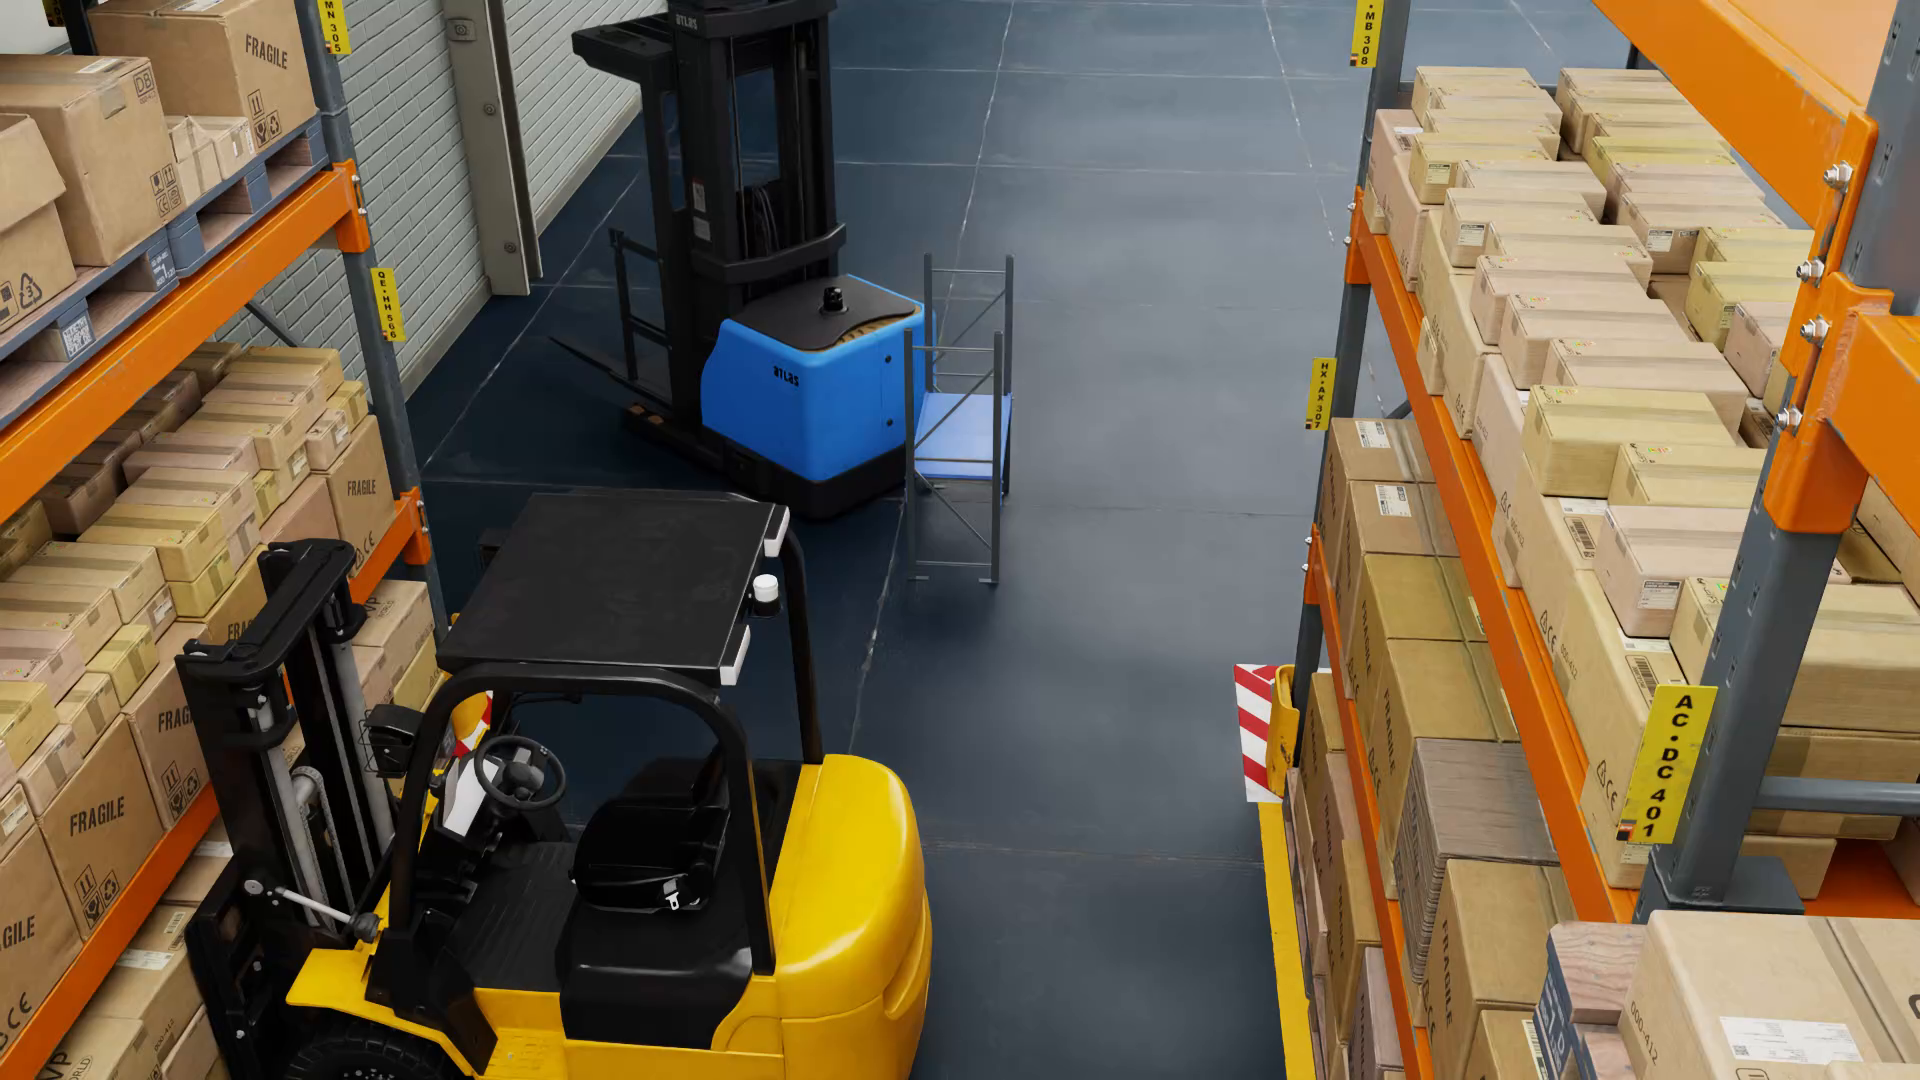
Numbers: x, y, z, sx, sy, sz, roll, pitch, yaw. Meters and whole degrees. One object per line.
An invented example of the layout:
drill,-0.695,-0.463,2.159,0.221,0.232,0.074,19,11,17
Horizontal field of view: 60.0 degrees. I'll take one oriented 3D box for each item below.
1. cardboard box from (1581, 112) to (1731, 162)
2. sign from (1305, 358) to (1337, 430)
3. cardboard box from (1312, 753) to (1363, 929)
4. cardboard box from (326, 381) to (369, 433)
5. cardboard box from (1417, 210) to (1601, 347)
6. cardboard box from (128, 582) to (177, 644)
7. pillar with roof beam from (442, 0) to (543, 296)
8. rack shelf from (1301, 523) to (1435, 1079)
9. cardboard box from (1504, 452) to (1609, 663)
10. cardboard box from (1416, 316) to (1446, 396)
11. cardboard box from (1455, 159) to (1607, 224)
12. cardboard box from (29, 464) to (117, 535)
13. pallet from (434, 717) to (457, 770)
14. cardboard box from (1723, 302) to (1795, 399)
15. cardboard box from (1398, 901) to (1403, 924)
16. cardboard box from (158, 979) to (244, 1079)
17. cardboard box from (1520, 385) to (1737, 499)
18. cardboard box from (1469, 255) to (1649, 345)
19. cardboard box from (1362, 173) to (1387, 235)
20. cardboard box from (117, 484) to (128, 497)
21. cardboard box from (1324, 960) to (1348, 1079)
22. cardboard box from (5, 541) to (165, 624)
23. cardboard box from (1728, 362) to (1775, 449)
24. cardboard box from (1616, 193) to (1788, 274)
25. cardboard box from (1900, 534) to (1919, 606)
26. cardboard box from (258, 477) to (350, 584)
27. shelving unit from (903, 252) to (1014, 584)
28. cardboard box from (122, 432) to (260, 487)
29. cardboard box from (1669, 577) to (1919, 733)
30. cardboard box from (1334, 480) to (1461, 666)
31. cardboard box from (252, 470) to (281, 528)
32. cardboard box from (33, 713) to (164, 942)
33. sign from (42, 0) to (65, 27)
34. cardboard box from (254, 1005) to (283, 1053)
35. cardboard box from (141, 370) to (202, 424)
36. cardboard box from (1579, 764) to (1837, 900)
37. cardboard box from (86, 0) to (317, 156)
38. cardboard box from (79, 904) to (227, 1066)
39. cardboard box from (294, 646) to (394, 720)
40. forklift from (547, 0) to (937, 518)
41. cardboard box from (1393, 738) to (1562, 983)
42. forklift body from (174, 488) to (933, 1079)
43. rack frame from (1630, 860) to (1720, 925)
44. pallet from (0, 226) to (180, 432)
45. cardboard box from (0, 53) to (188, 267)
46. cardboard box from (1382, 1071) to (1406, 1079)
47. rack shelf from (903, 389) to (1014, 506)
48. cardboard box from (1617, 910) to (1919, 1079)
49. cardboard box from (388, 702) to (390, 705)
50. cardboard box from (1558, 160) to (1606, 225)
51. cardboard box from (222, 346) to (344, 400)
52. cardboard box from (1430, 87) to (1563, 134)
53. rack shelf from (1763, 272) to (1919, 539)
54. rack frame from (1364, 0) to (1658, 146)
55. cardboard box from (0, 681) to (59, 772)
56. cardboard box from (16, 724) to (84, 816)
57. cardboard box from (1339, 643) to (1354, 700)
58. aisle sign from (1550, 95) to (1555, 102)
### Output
cardboard box,2.228,-1.258,5.333,0.380,0.149,0.250,2,32,3
sign,1.482,-0.597,6.815,0.100,0.325,0.005,2,32,4
cardboard box,1.642,1.163,6.289,0.500,0.500,0.500,1,32,2
cardboard box,-2.673,-0.541,6.835,0.380,0.149,0.250,3,32,5
cardboard box,1.649,-0.759,4.904,0.500,0.250,0.500,3,32,5
cardboard box,-2.864,0.258,5.540,0.380,0.149,0.250,2,32,4
pillar with roof beam,0.900,-5.597,10.036,9.100,9.000,0.400,2,32,4
rack shelf,1.860,1.147,5.496,1.077,0.370,4.000,2,32,4
cardboard box,1.505,0.040,3.607,0.500,0.250,0.500,2,32,3
cardboard box,1.571,-0.540,4.928,0.380,0.149,0.250,3,32,5
cardboard box,1.685,-1.016,4.939,0.380,0.149,0.250,2,32,4
cardboard box,-3.258,-0.153,5.922,0.380,0.149,0.250,3,32,6
pallet,-2.945,1.173,7.425,1.003,0.211,1.213,2,32,4
cardboard box,2.100,-0.457,4.034,0.380,0.149,0.250,2,32,3
cardboard box,1.550,1.148,5.047,0.380,0.149,0.250,2,32,3
cardboard box,-2.811,1.690,5.674,0.500,0.250,0.500,2,32,4
cardboard box,1.451,-0.211,3.634,0.380,0.149,0.250,3,32,5
cardboard box,1.537,-0.613,4.286,0.380,0.149,0.250,3,32,5
cardboard box,1.673,-1.216,6.024,0.380,0.149,0.250,2,32,4
cardboard box,-3.277,-0.166,6.227,0.380,0.149,0.250,1,32,2
cardboard box,1.601,1.749,6.054,0.500,0.250,0.500,5,32,7
cardboard box,-2.862,0.138,5.450,0.380,0.149,0.250,3,32,5
cardboard box,2.093,-0.203,4.001,0.500,0.250,0.500,3,32,4
cardboard box,2.082,-0.864,4.694,0.380,0.149,0.250,2,32,3
cardboard box,2.041,0.089,3.147,0.380,0.149,0.250,3,32,5
cardboard box,-2.754,0.081,6.444,0.500,0.500,0.500,3,32,6
shelving unit,0.007,-0.683,9.209,0.538,1.500,1.048,2,32,4
cardboard box,-2.821,-0.269,6.111,0.380,0.149,0.250,3,32,4
cardboard box,1.506,0.202,2.964,0.380,0.149,0.250,3,32,5
cardboard box,1.669,0.132,6.078,0.500,0.500,0.500,3,32,5
cardboard box,-2.778,-0.144,6.191,0.380,0.149,0.250,2,32,4
cardboard box,-2.888,0.875,5.156,0.500,0.500,0.500,2,32,3
sign,-3.477,-2.125,6.352,0.100,0.325,0.005,2,32,4
cardboard box,-2.767,1.629,6.248,0.500,0.250,0.500,3,32,6
cardboard box,-3.249,-0.558,6.579,0.380,0.149,0.250,4,32,6
cardboard box,1.419,0.538,3.179,0.380,0.149,0.250,3,32,4
cardboard box,-2.717,-1.714,6.003,0.500,0.500,0.500,3,32,6
cardboard box,-2.817,1.475,5.545,0.500,0.250,0.500,3,32,6
cardboard box,-2.687,0.672,6.848,0.500,0.250,0.500,3,32,5
forklift,-1.524,-2.041,10.049,3.031,2.935,1.130,27,41,37
cardboard box,1.559,0.933,4.778,0.500,0.500,0.500,3,32,5
forklift body,-1.260,1.015,5.832,2.313,2.155,1.214,2,32,4
rack frame,1.698,1.886,3.610,1.000,3.000,0.127,2,32,4
pallet,-3.104,-0.646,4.945,1.003,0.211,1.213,2,32,4
cardboard box,-2.901,-1.183,5.141,0.700,0.500,0.500,3,32,4
cardboard box,1.518,1.972,4.977,0.500,0.500,0.500,3,32,5
rack shelf,0.007,-0.530,9.304,0.538,0.185,1.000,2,32,4
cardboard box,1.250,0.783,2.285,0.500,0.250,0.500,2,32,3
cardboard box,-2.704,0.893,6.966,0.500,0.250,0.500,2,32,4
cardboard box,2.194,-1.004,5.300,0.500,0.250,0.500,2,32,3
cardboard box,-2.743,-0.664,6.752,0.380,0.149,0.250,3,32,4
cardboard box,1.786,-1.405,5.572,0.380,0.149,0.250,2,32,4
rack shelf,1.535,0.855,0.633,1.077,0.370,4.000,2,32,4
rack frame,2.023,-2.759,5.430,1.000,3.000,0.127,2,32,4
cardboard box,-2.868,0.535,4.805,0.380,0.149,0.250,2,32,3
cardboard box,-2.832,0.666,4.877,0.380,0.149,0.250,2,32,3
cardboard box,1.614,0.469,6.150,0.380,0.149,0.250,3,32,5
aisle sign,2.317,-1.332,6.355,0.394,0.787,0.004,2,32,4
